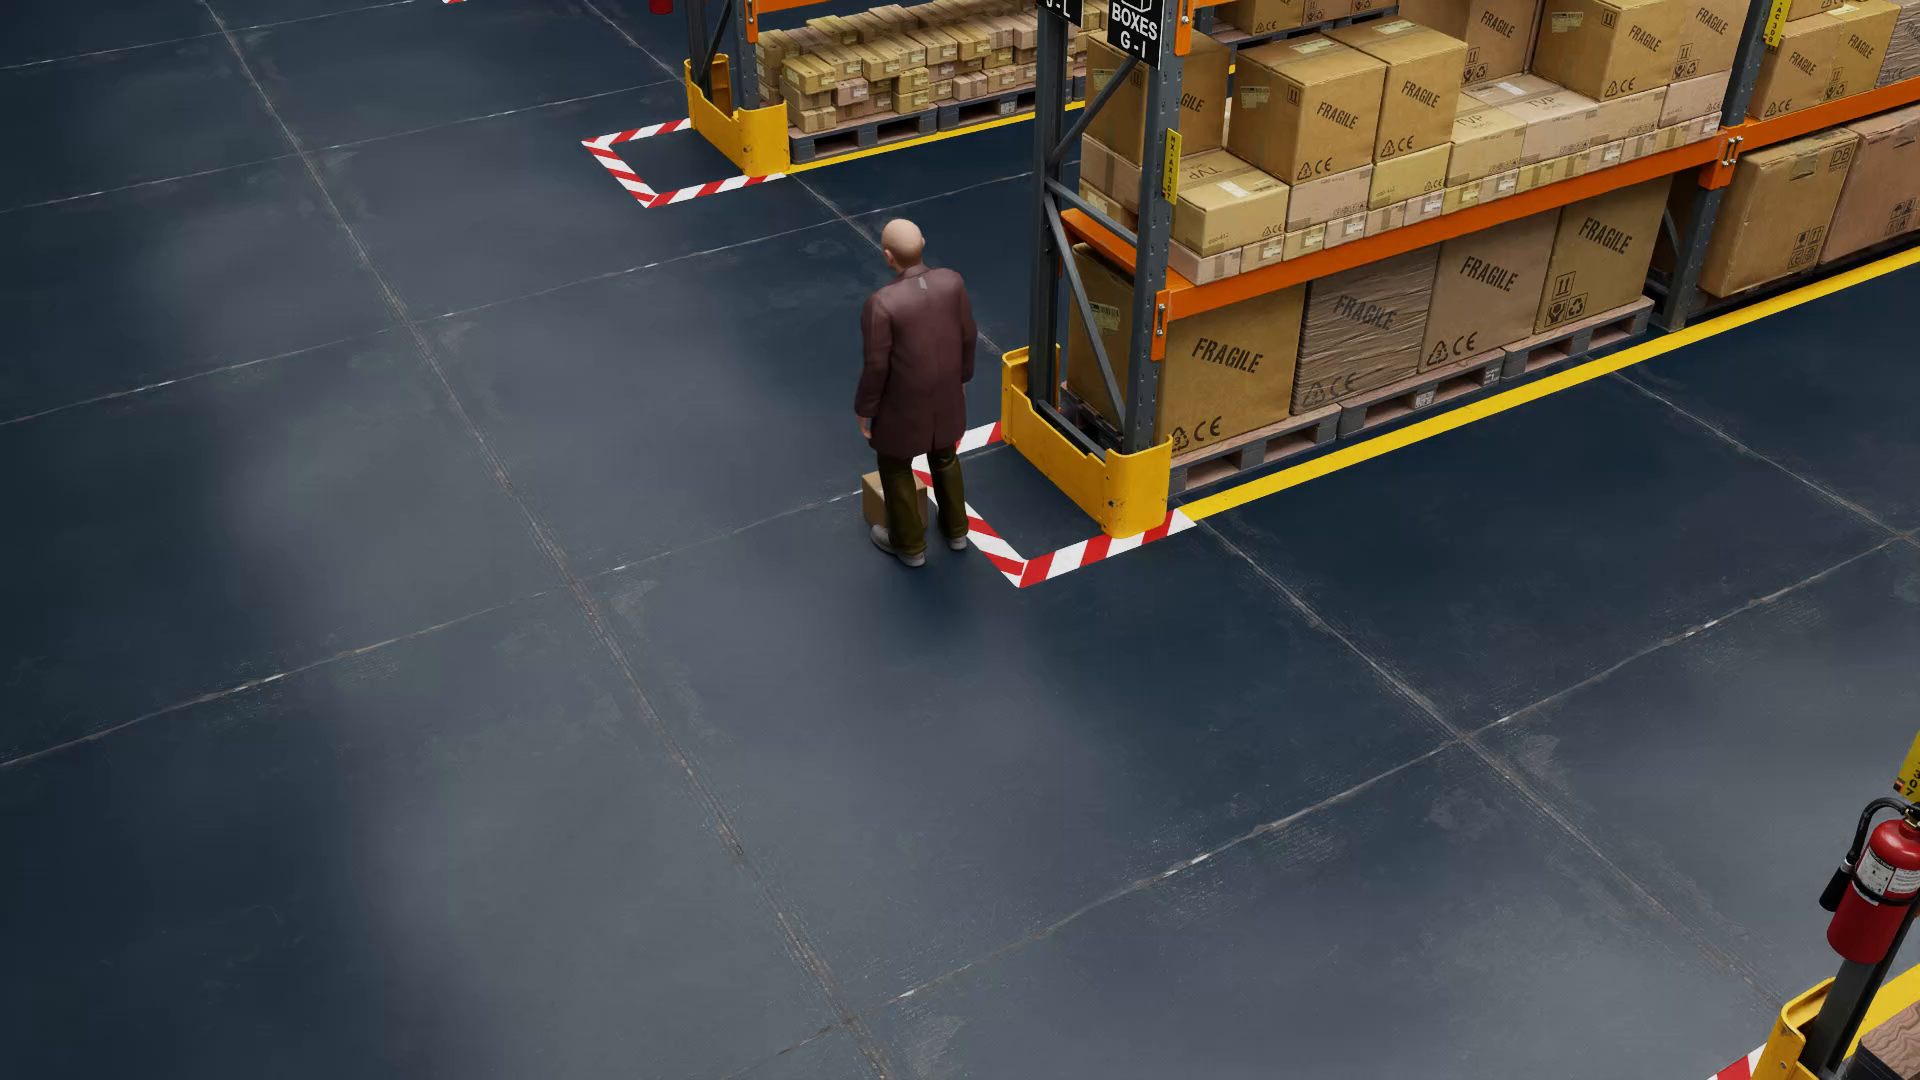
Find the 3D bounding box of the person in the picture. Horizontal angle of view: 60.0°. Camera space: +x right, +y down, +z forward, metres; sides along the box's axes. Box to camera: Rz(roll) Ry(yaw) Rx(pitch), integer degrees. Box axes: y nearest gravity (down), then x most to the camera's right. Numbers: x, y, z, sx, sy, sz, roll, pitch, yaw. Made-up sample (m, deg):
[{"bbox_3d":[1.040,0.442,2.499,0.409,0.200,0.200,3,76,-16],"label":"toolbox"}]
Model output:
[{"bbox_3d":[-0.215,-0.683,7.871,0.653,1.773,0.425,-21,41,-26],"label":"person"}]
